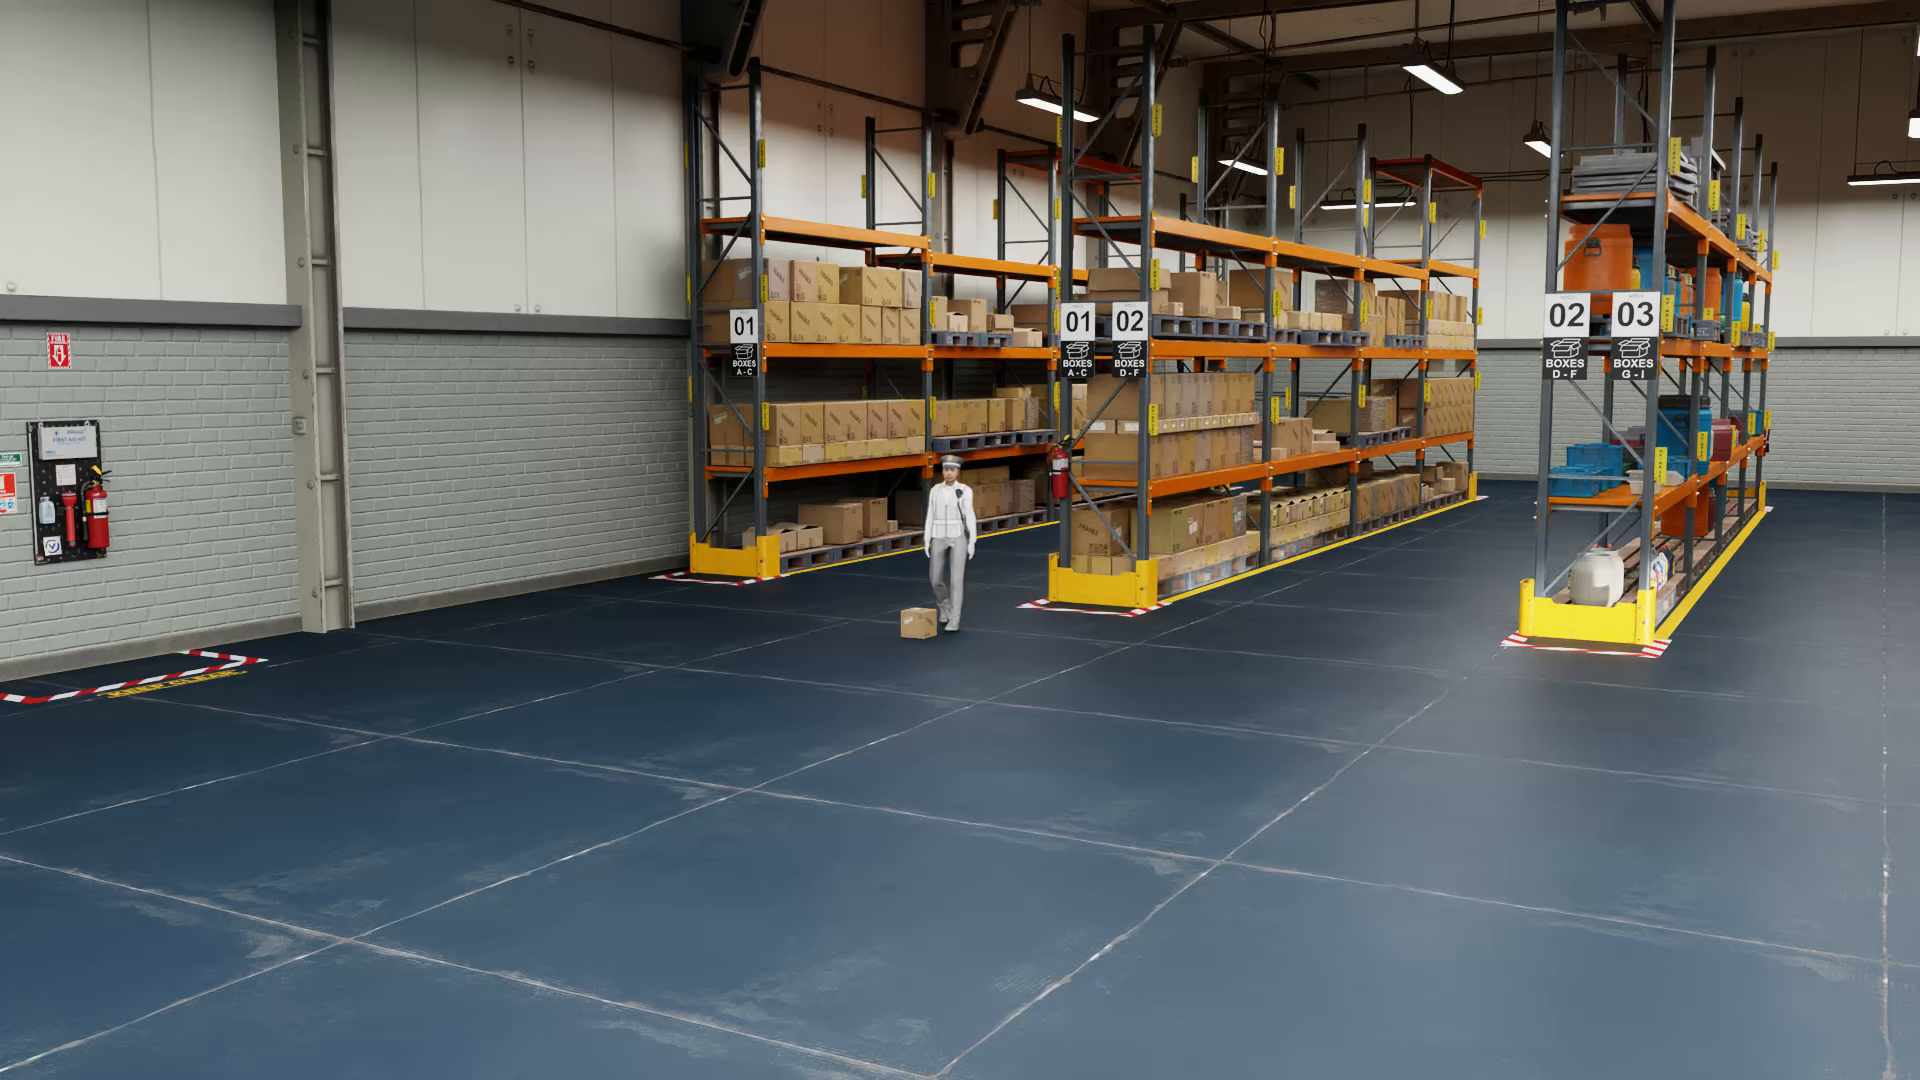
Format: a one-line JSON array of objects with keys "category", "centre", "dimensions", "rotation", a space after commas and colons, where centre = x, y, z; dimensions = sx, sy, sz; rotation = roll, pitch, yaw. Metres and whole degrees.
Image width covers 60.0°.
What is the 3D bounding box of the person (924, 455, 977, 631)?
[{"category": "person", "centre": [-0.096, 0.010, 16.067], "dimensions": [0.507, 1.677, 0.641], "rotation": [2, 6, 15]}]
